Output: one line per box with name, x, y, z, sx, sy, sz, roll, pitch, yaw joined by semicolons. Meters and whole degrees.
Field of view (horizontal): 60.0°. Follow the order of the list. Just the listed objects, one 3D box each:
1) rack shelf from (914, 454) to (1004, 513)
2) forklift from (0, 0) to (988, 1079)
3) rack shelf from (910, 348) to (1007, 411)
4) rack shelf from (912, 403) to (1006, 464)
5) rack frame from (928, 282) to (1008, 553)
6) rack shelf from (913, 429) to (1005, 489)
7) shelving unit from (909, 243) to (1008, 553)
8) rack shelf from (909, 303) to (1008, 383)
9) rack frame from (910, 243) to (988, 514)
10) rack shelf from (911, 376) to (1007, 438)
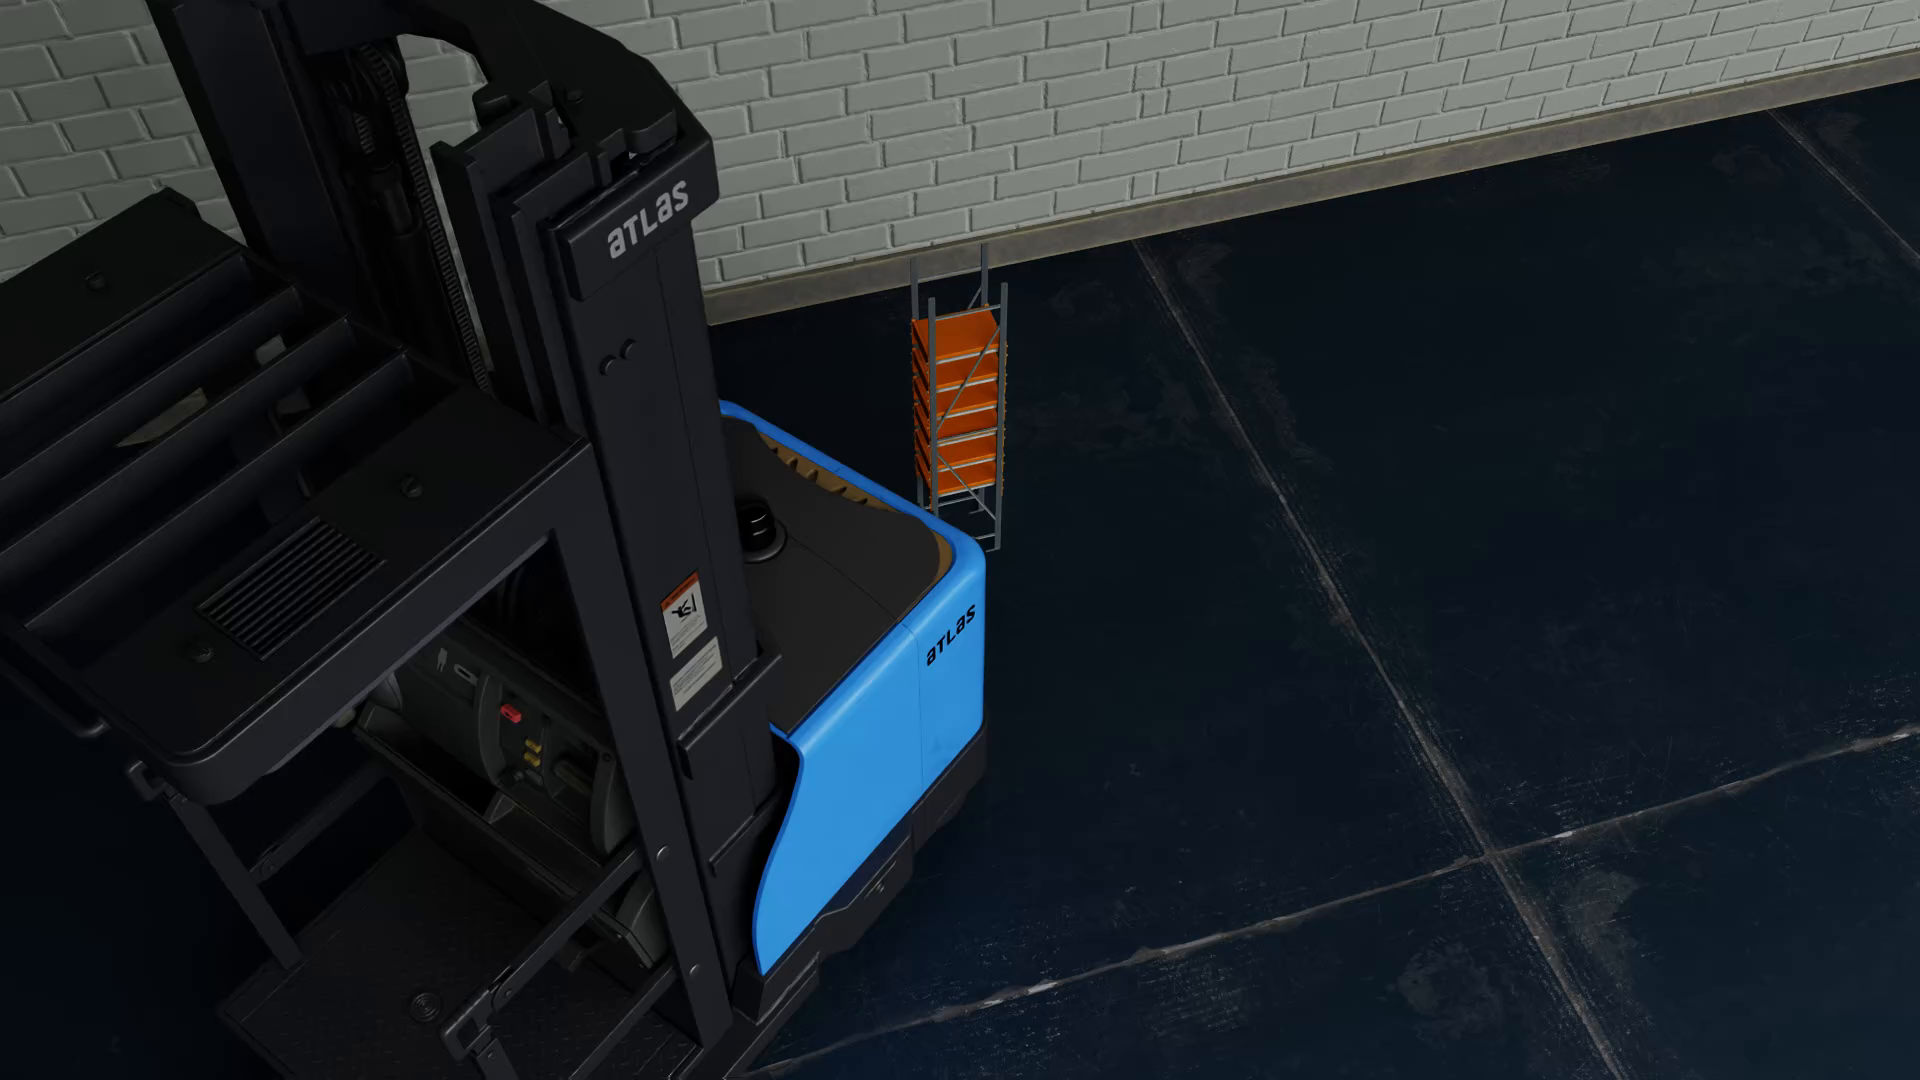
rack shelf;-0.004;-0.214;5.518;0.258;0.103;0.180;-13;51;-11
forklift;-1.199;0.449;3.455;1.130;2.935;3.031;30;56;23
rack shelf;-0.004;-0.523;5.151;0.258;0.103;0.180;-13;51;-11
rack shelf;-0.004;-0.369;5.334;0.258;0.103;0.180;-13;51;-11
rack frame;0.023;-0.330;5.244;0.240;1.200;0.006;-13;51;-11
rack shelf;-0.004;-0.291;5.426;0.258;0.103;0.180;-13;51;-11
shelving unit;-0.004;-0.397;5.300;0.258;1.200;0.189;-13;51;-11
rack shelf;-0.004;-0.601;5.059;0.258;0.103;0.180;-13;51;-11
rack frame;-0.031;-0.464;5.357;0.240;1.200;0.006;-13;51;-11
rack shelf;-0.004;-0.446;5.242;0.258;0.103;0.180;-13;51;-11
